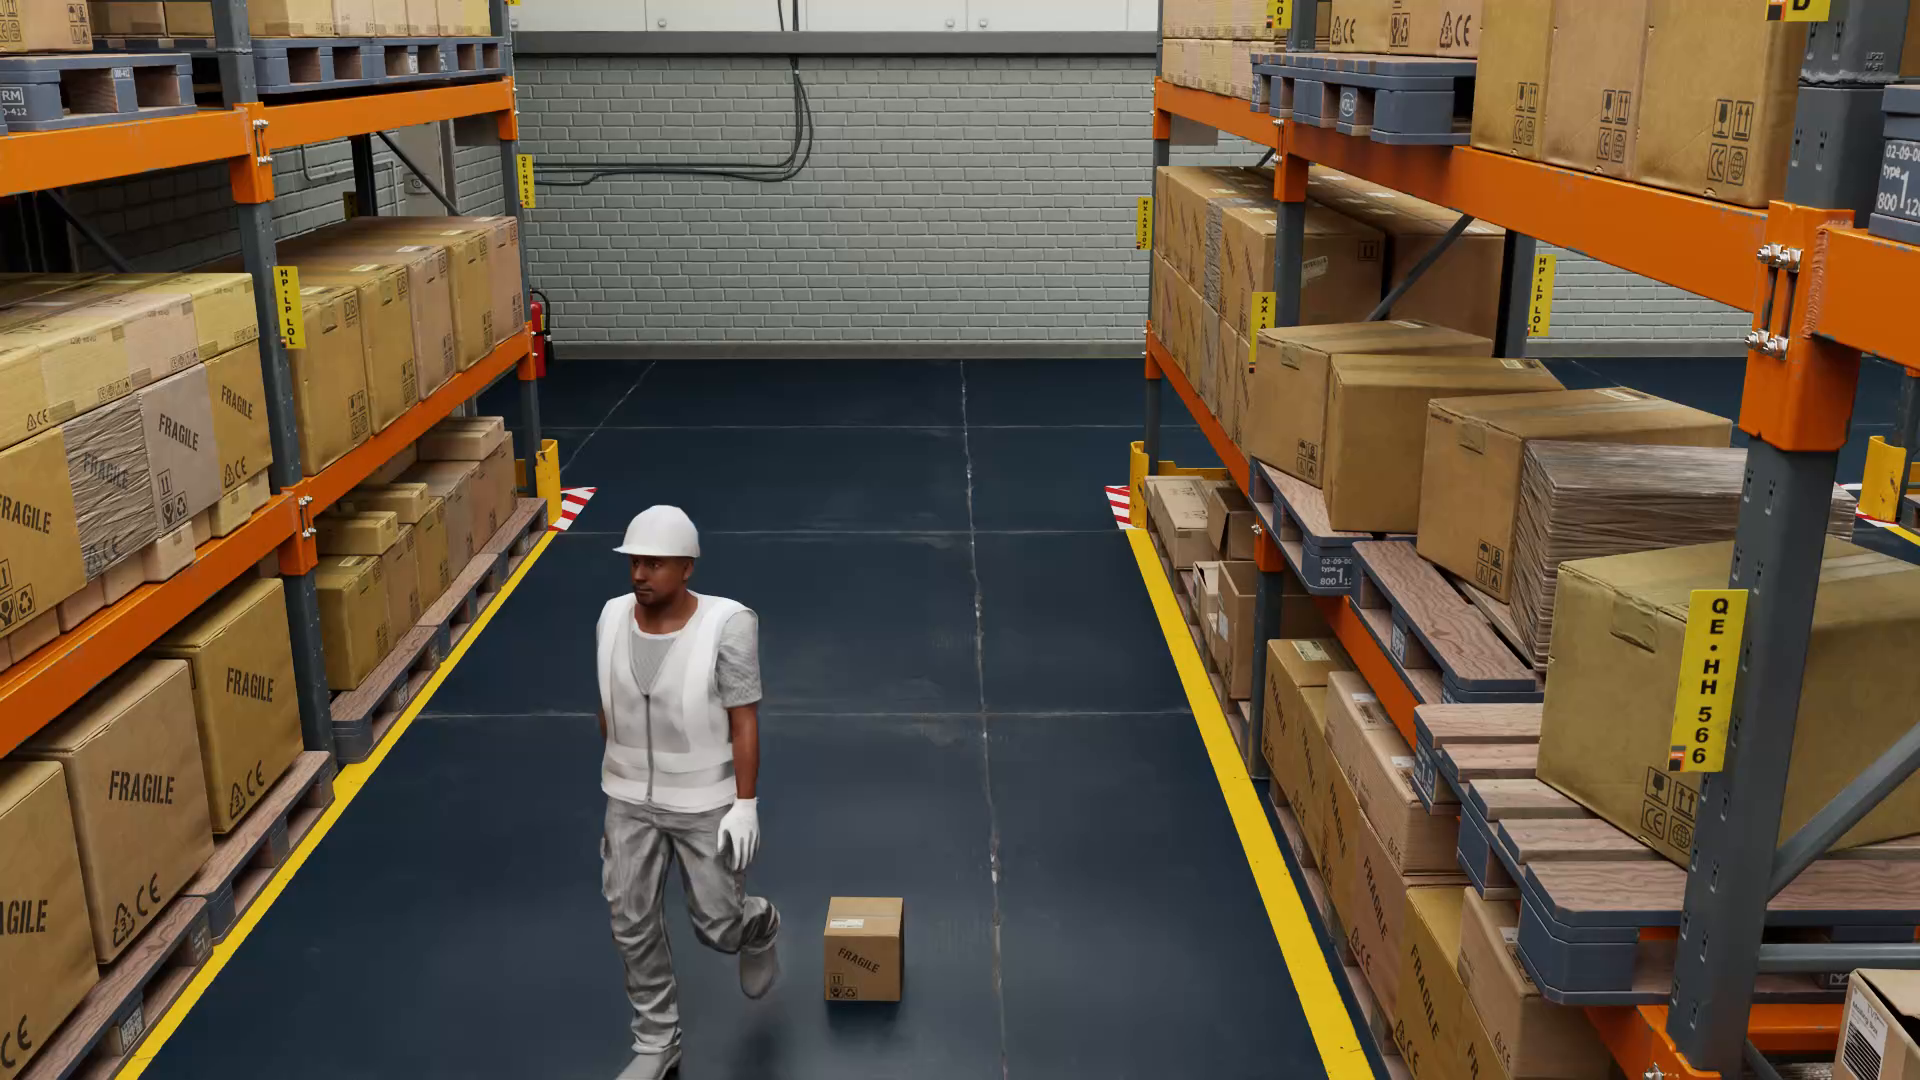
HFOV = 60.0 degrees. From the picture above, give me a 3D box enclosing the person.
[{"bbox_3d":[-0.828,0.746,4.991,0.564,1.767,0.731,4,17,14],"label":"person"}]
